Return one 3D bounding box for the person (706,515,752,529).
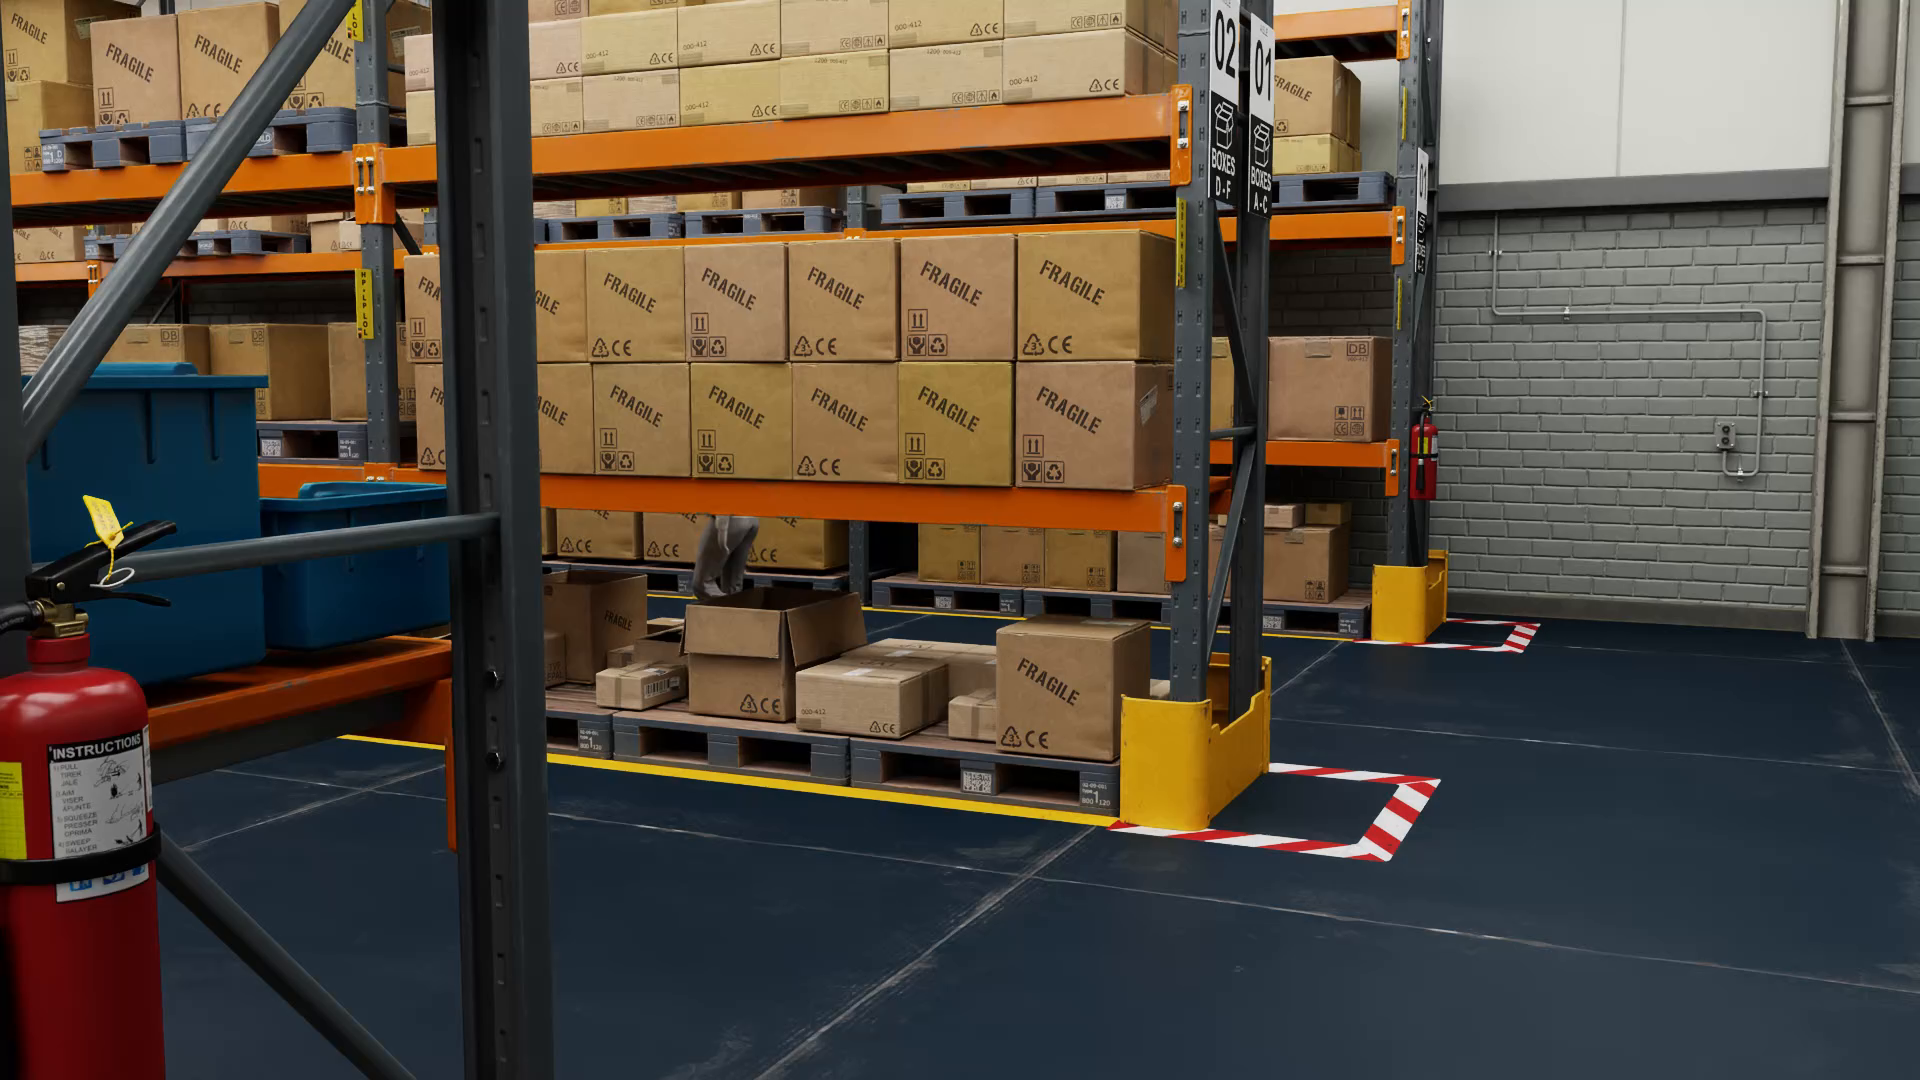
[{"bbox_3d":[-1.355,-0.385,9.859,0.324,0.604,0.506,2,6,17],"label":"person"}]
